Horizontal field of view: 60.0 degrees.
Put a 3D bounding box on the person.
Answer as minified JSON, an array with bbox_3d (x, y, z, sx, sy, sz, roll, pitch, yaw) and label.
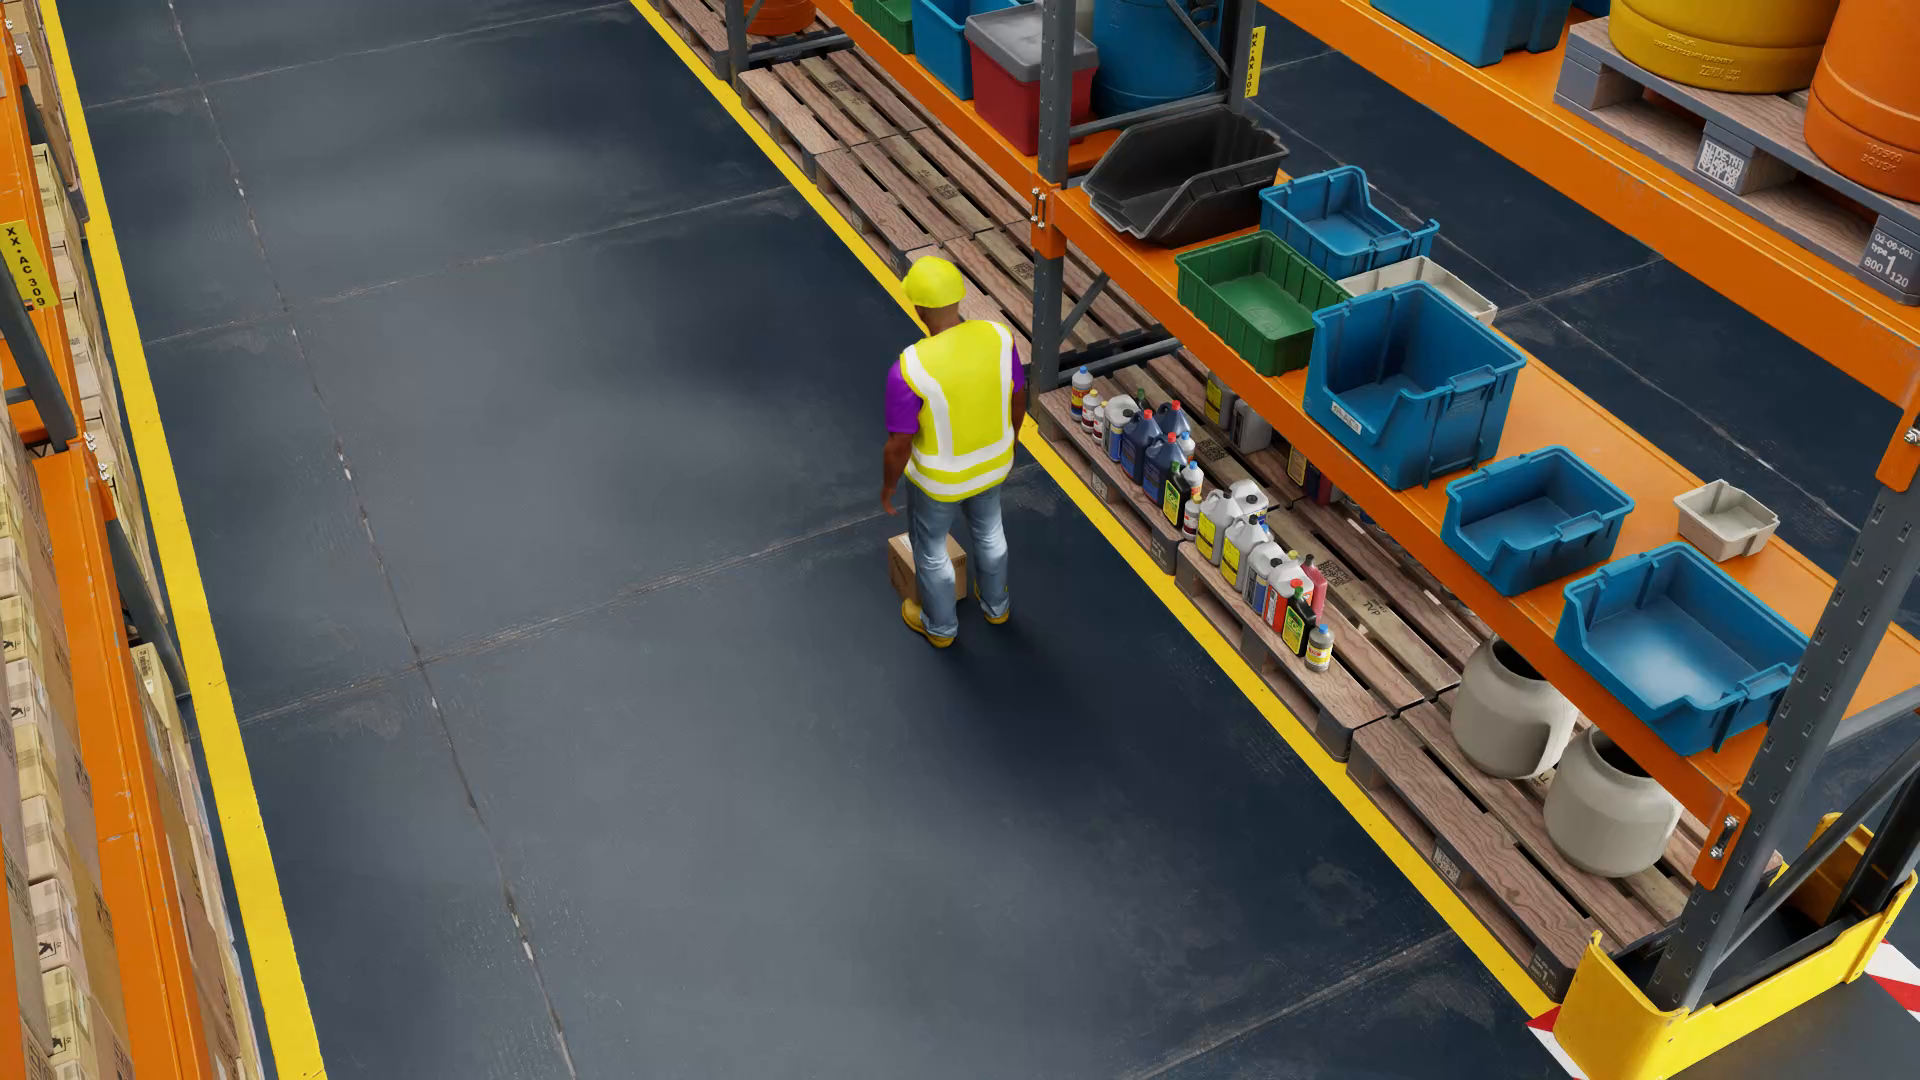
[{"bbox_3d":[-0.035,-0.316,6.509,0.633,1.759,0.462,-21,45,-23],"label":"person"}]
